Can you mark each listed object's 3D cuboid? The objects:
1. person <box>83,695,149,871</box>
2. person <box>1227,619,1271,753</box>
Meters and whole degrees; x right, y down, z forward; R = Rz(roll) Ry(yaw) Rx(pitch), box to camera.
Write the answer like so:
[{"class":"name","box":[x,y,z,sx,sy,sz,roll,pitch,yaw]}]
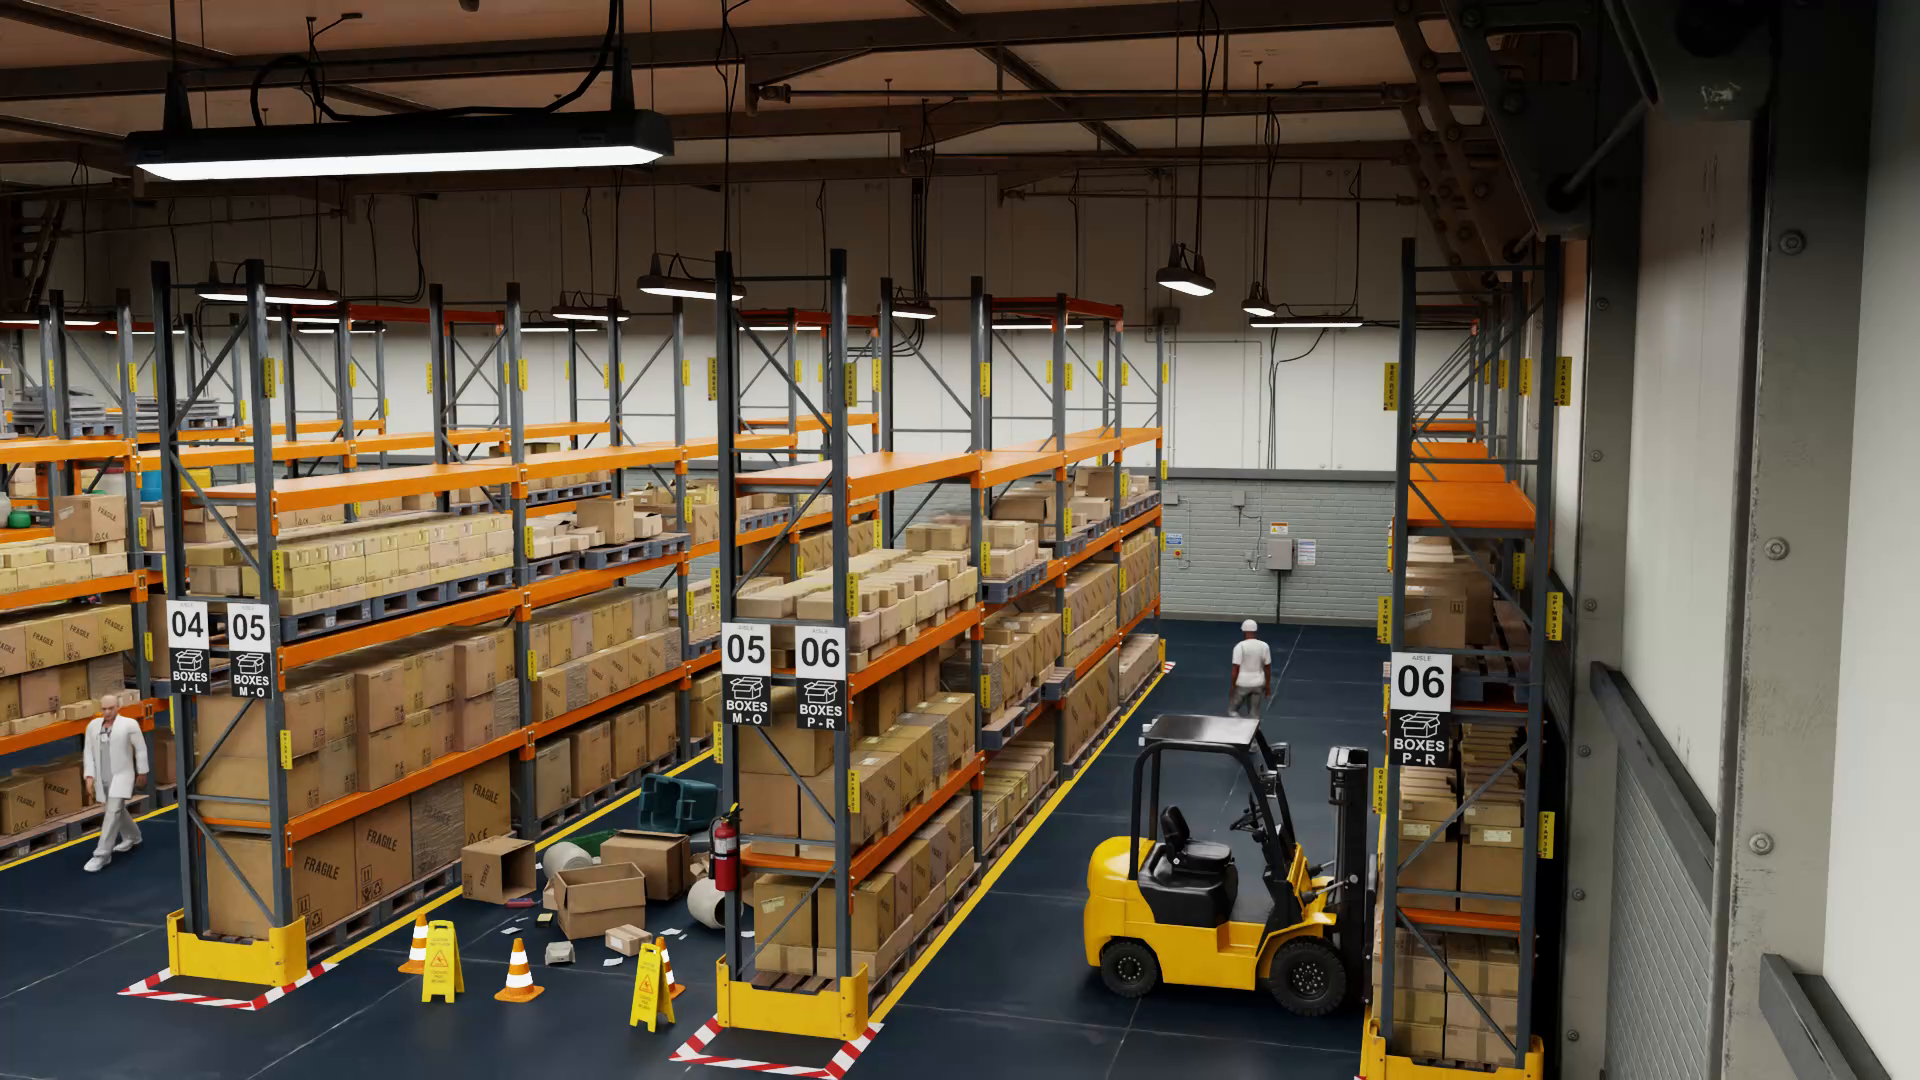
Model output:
[{"class":"person","box":[-8.832,2.468,17.290,0.562,1.730,1.038,0,6,4]},{"class":"person","box":[3.854,1.946,22.208,0.612,1.774,0.398,-2,6,-17]}]
